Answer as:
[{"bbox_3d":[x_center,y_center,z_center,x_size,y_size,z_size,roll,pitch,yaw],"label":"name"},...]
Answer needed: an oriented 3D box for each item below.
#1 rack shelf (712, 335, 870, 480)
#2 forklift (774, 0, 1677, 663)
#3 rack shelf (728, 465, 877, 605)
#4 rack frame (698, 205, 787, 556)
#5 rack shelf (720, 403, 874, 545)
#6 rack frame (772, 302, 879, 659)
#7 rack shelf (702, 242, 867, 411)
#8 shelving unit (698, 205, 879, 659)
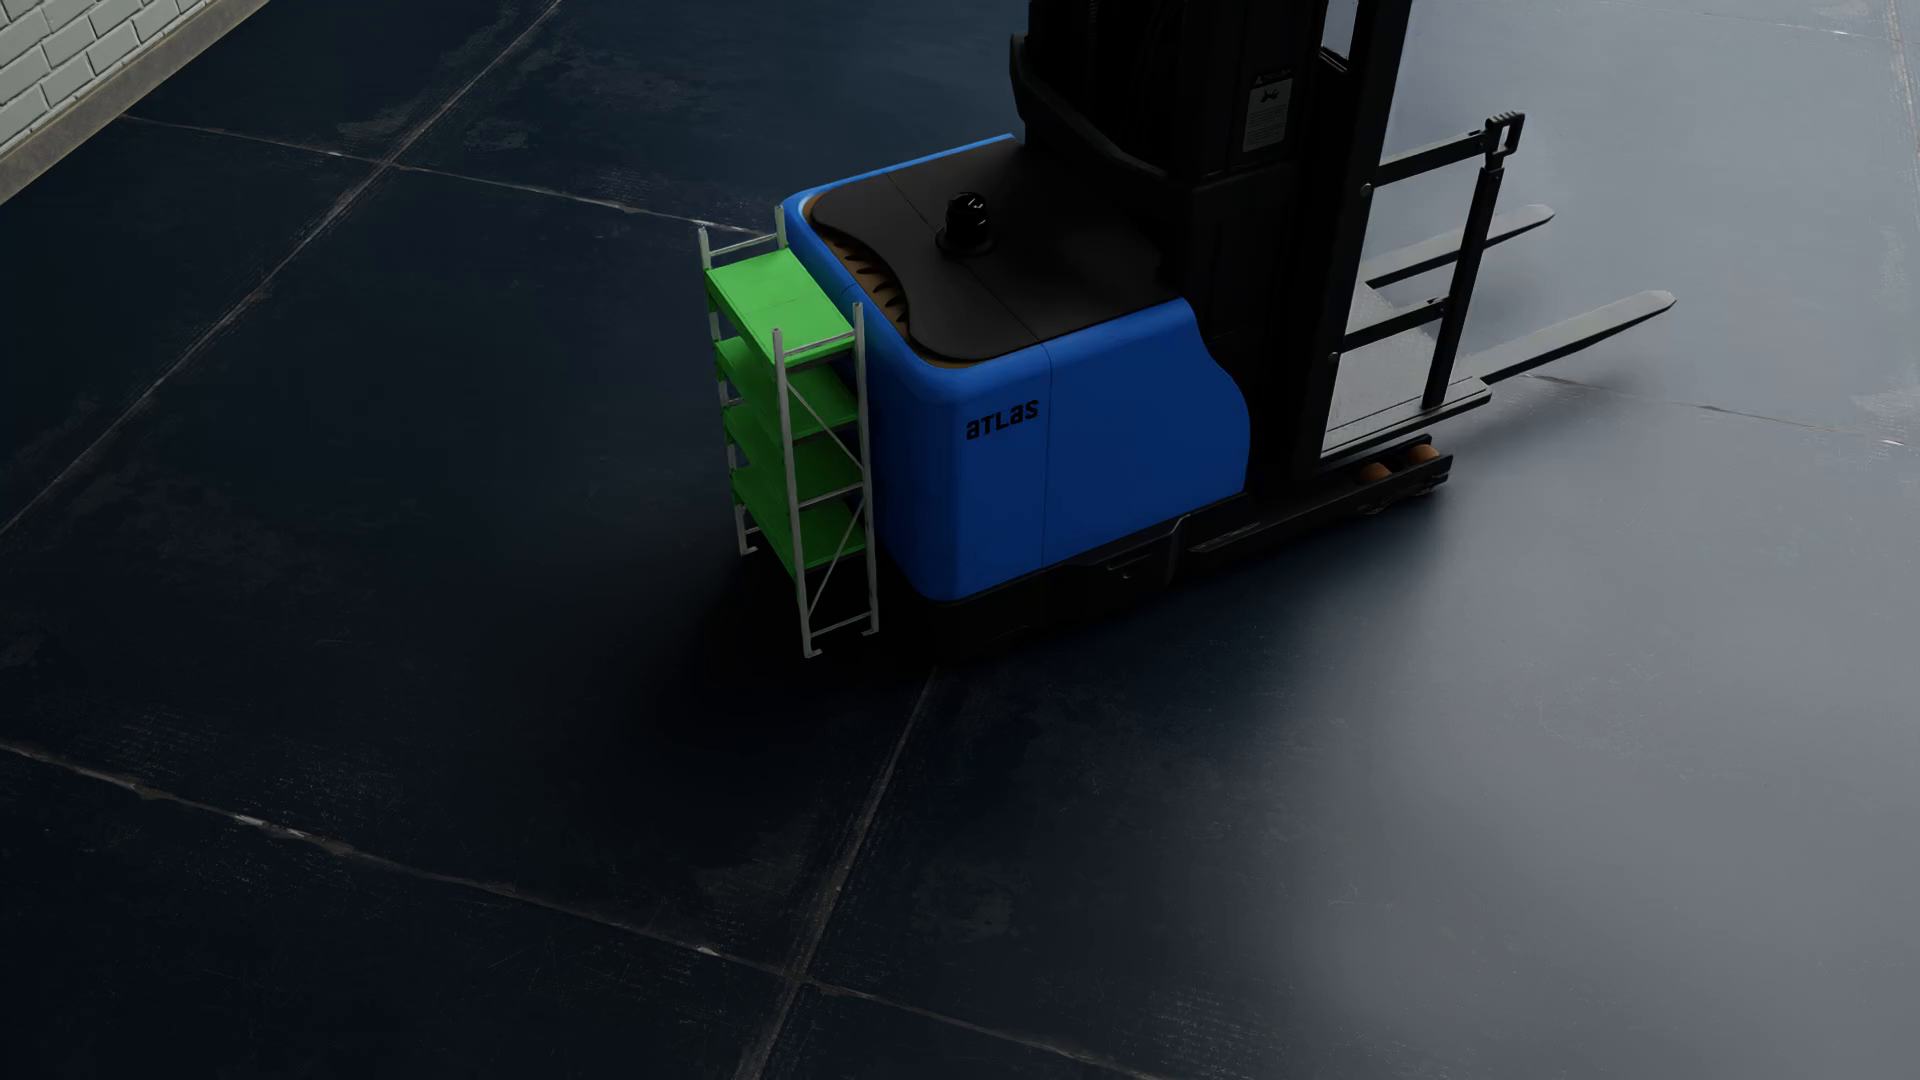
[{"bbox_3d":[-0.465,-0.398,4.547,0.258,0.148,0.480,-20,48,-20],"label":"rack shelf"},{"bbox_3d":[1.004,-1.436,4.621,3.031,2.935,1.130,-20,48,-20],"label":"forklift"},{"bbox_3d":[-0.465,-0.055,4.883,0.258,0.148,0.480,-20,48,-20],"label":"rack shelf"},{"bbox_3d":[-0.580,-0.423,4.824,0.240,1.200,0.015,-20,48,-20],"label":"rack frame"},{"bbox_3d":[-0.465,-0.227,4.715,0.258,0.148,0.480,-20,48,-20],"label":"rack shelf"},{"bbox_3d":[-0.351,-0.122,4.516,0.240,1.200,0.015,-20,48,-20],"label":"rack frame"},{"bbox_3d":[-0.466,-0.570,4.379,0.258,0.148,0.480,-20,48,-20],"label":"rack shelf"},{"bbox_3d":[-0.465,-0.272,4.670,0.258,1.200,0.503,-20,48,-20],"label":"shelving unit"}]
